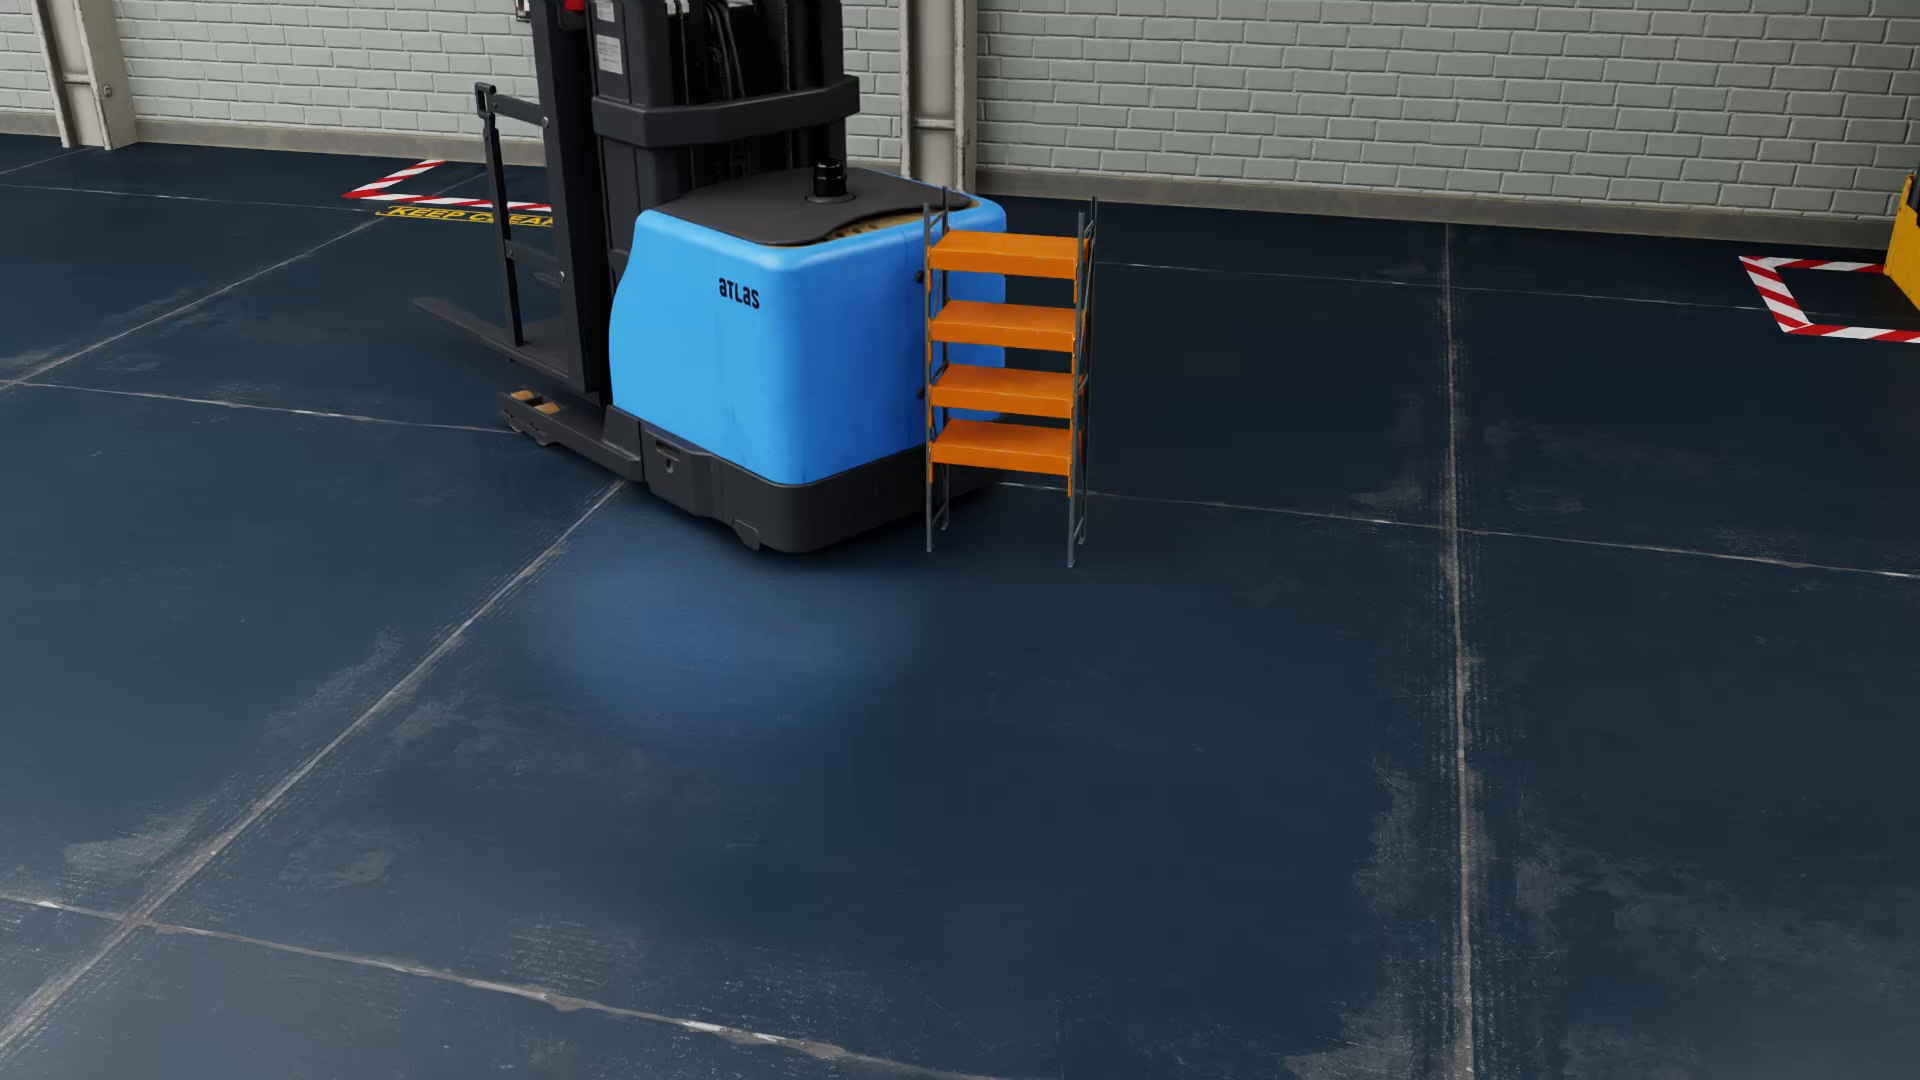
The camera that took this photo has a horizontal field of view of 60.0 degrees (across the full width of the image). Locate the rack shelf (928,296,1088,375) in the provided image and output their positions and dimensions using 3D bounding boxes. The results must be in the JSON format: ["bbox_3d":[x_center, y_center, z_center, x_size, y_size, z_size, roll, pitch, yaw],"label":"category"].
[{"bbox_3d":[0.160,-0.665,5.388,0.480,0.148,0.258,6,26,13],"label":"rack shelf"}]

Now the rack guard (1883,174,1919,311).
[{"bbox_3d":[4.863,-1.392,8.092,0.348,0.500,1.175,6,26,13],"label":"rack guard"}]

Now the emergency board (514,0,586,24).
[{"bbox_3d":[-2.512,-3.736,10.109,0.643,1.169,0.194,6,26,13],"label":"emergency board"}]

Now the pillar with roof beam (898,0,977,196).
[{"bbox_3d":[-1.200,-4.372,4.465,0.400,9.000,9.100,6,26,13],"label":"pillar with roof beam"}]

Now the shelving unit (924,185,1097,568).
[{"bbox_3d":[0.160,-0.524,5.455,0.503,1.200,0.258,6,26,13],"label":"shelving unit"}]

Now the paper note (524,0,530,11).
[{"bbox_3d":[-2.666,-3.386,10.398,0.142,0.148,0.016,6,26,13],"label":"paper note"}]

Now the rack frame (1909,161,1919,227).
[{"bbox_3d":[4.790,-2.528,7.571,0.127,3.000,1.000,6,26,13],"label":"rack frame"}]

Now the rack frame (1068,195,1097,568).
[{"bbox_3d":[0.397,-0.498,5.400,0.015,1.200,0.240,6,26,13],"label":"rack frame"}]

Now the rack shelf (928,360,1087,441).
[{"bbox_3d":[0.160,-0.463,5.484,0.480,0.148,0.258,6,26,13],"label":"rack shelf"}]

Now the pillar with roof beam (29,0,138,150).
[{"bbox_3d":[-7.011,-5.015,5.815,0.400,9.000,9.100,6,26,13],"label":"pillar with roof beam"}]

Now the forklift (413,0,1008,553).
[{"bbox_3d":[-1.197,-1.826,6.175,1.130,2.935,3.031,-22,33,-38],"label":"forklift"}]

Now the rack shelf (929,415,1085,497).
[{"bbox_3d":[0.160,-0.284,5.569,0.480,0.148,0.258,6,26,13],"label":"rack shelf"}]

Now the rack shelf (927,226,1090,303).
[{"bbox_3d":[0.160,-0.879,5.286,0.480,0.148,0.258,6,26,13],"label":"rack shelf"}]

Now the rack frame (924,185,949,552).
[{"bbox_3d":[-0.076,-0.550,5.510,0.015,1.200,0.240,6,26,13],"label":"rack frame"}]
